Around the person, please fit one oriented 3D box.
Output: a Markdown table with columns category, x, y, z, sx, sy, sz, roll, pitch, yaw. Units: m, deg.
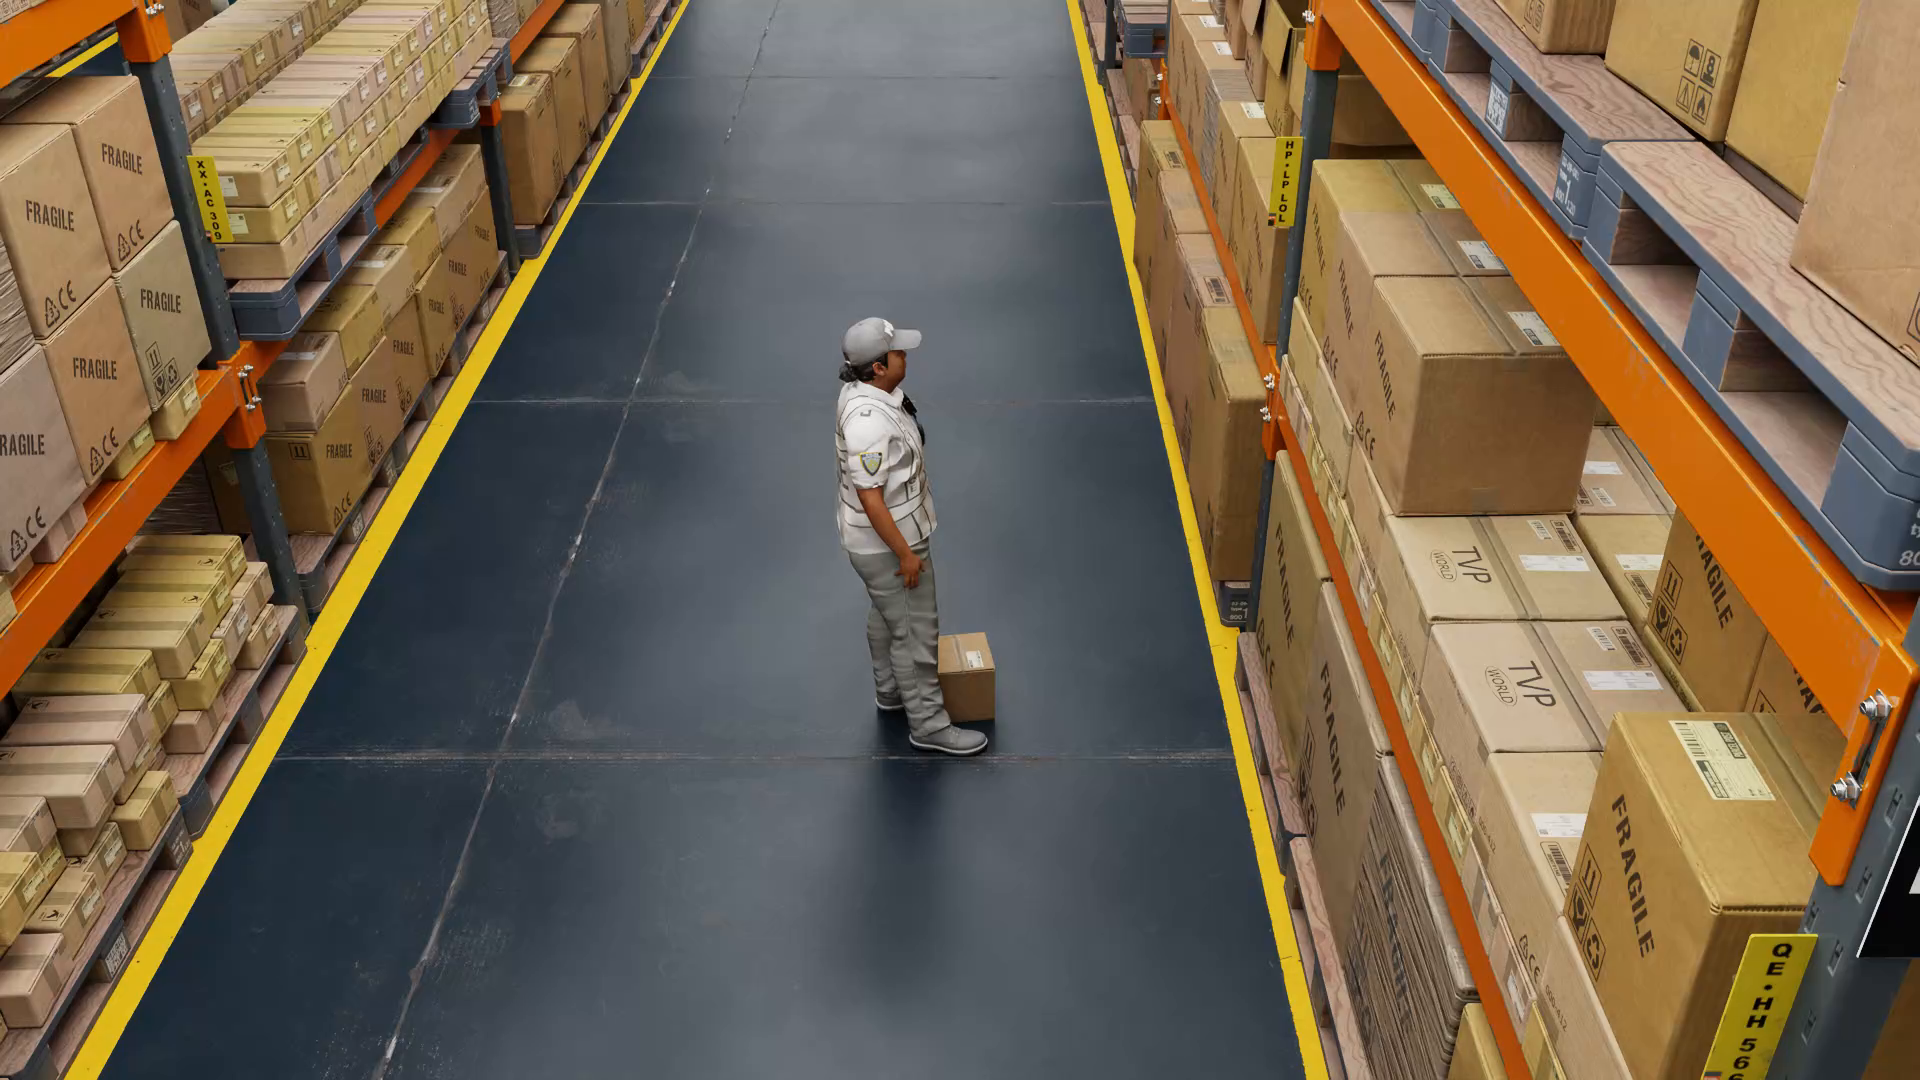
| category | x | y | z | sx | sy | sz | roll | pitch | yaw |
| --- | --- | --- | --- | --- | --- | --- | --- | --- | --- |
| person | -0.183 | -0.023 | 6.149 | 0.526 | 1.670 | 0.584 | -4 | 32 | -6 |
